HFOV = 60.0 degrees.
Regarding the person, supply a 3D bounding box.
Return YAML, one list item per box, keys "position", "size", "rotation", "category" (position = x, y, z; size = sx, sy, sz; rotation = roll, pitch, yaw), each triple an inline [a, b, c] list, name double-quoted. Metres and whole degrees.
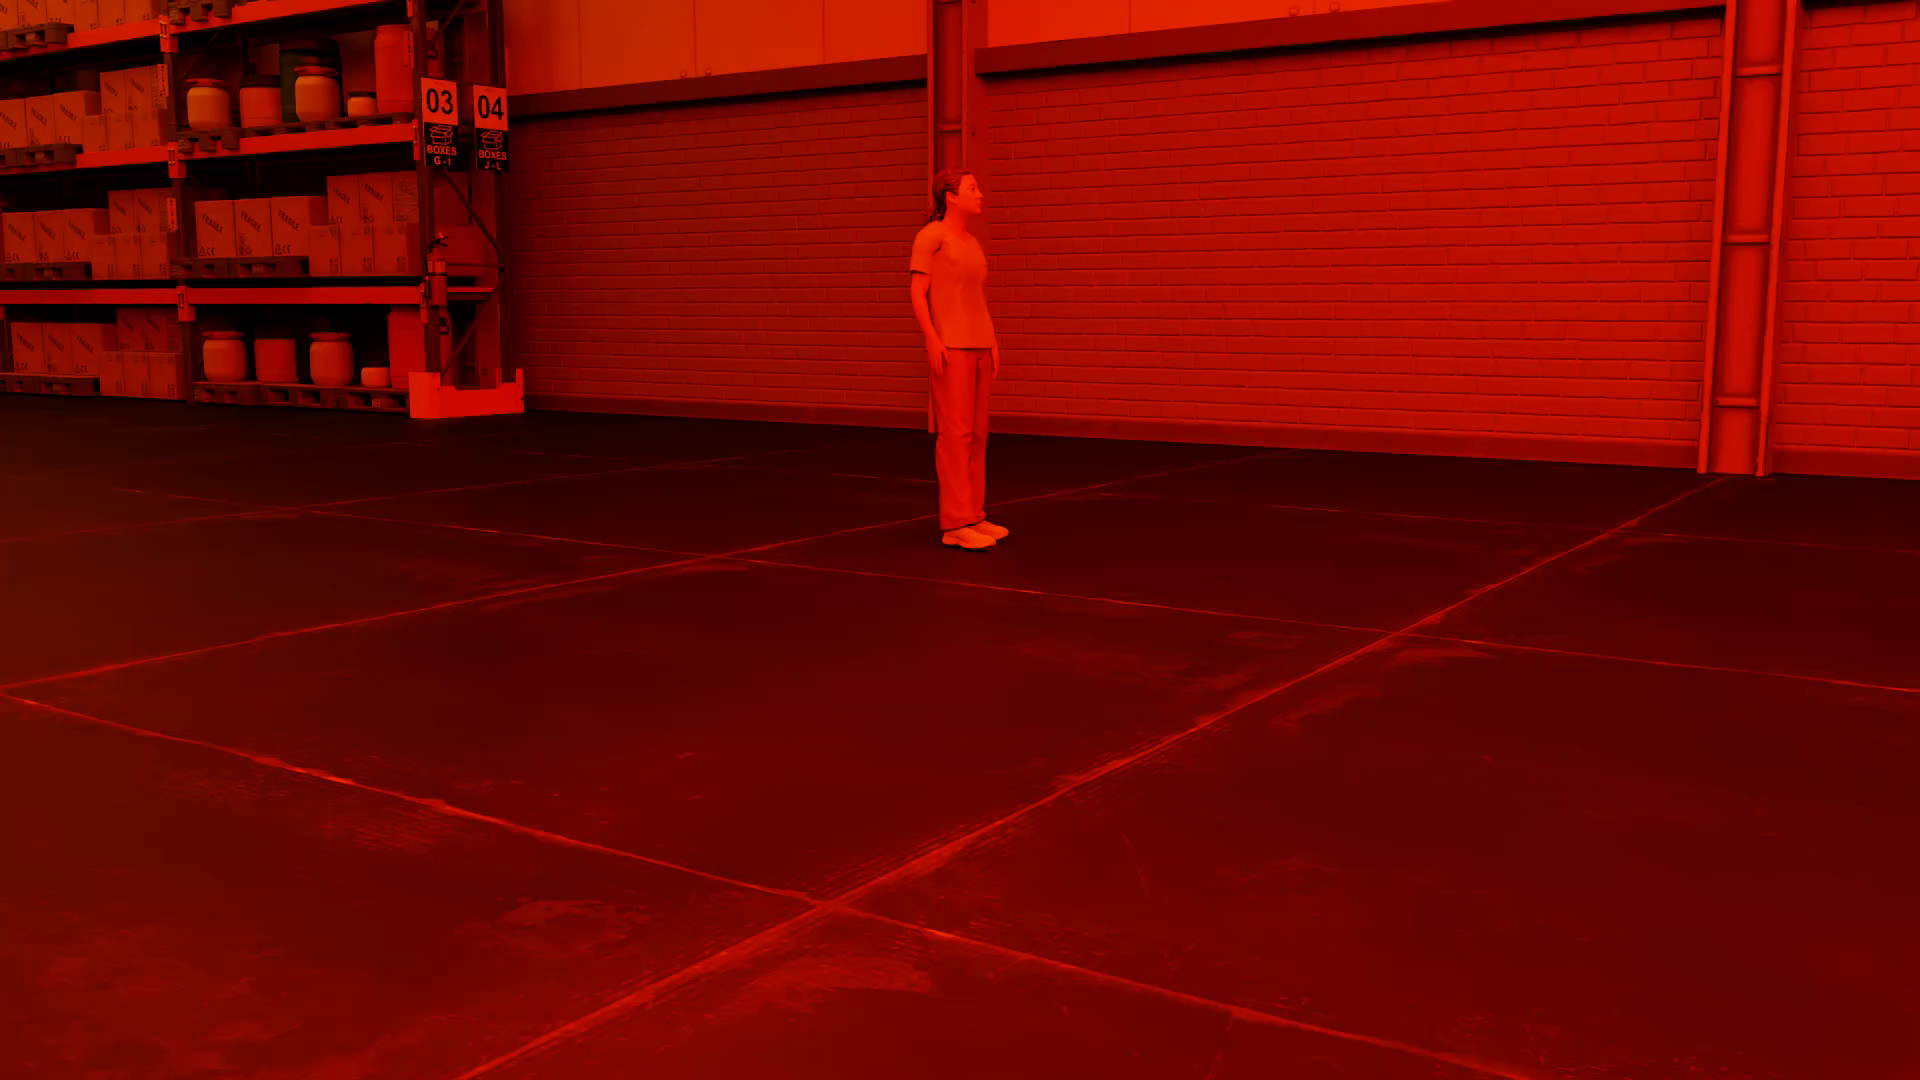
- position: [0.055, -0.830, 7.434]
  size: [0.548, 1.673, 0.553]
  rotation: [5, 10, 34]
  category: "person"
